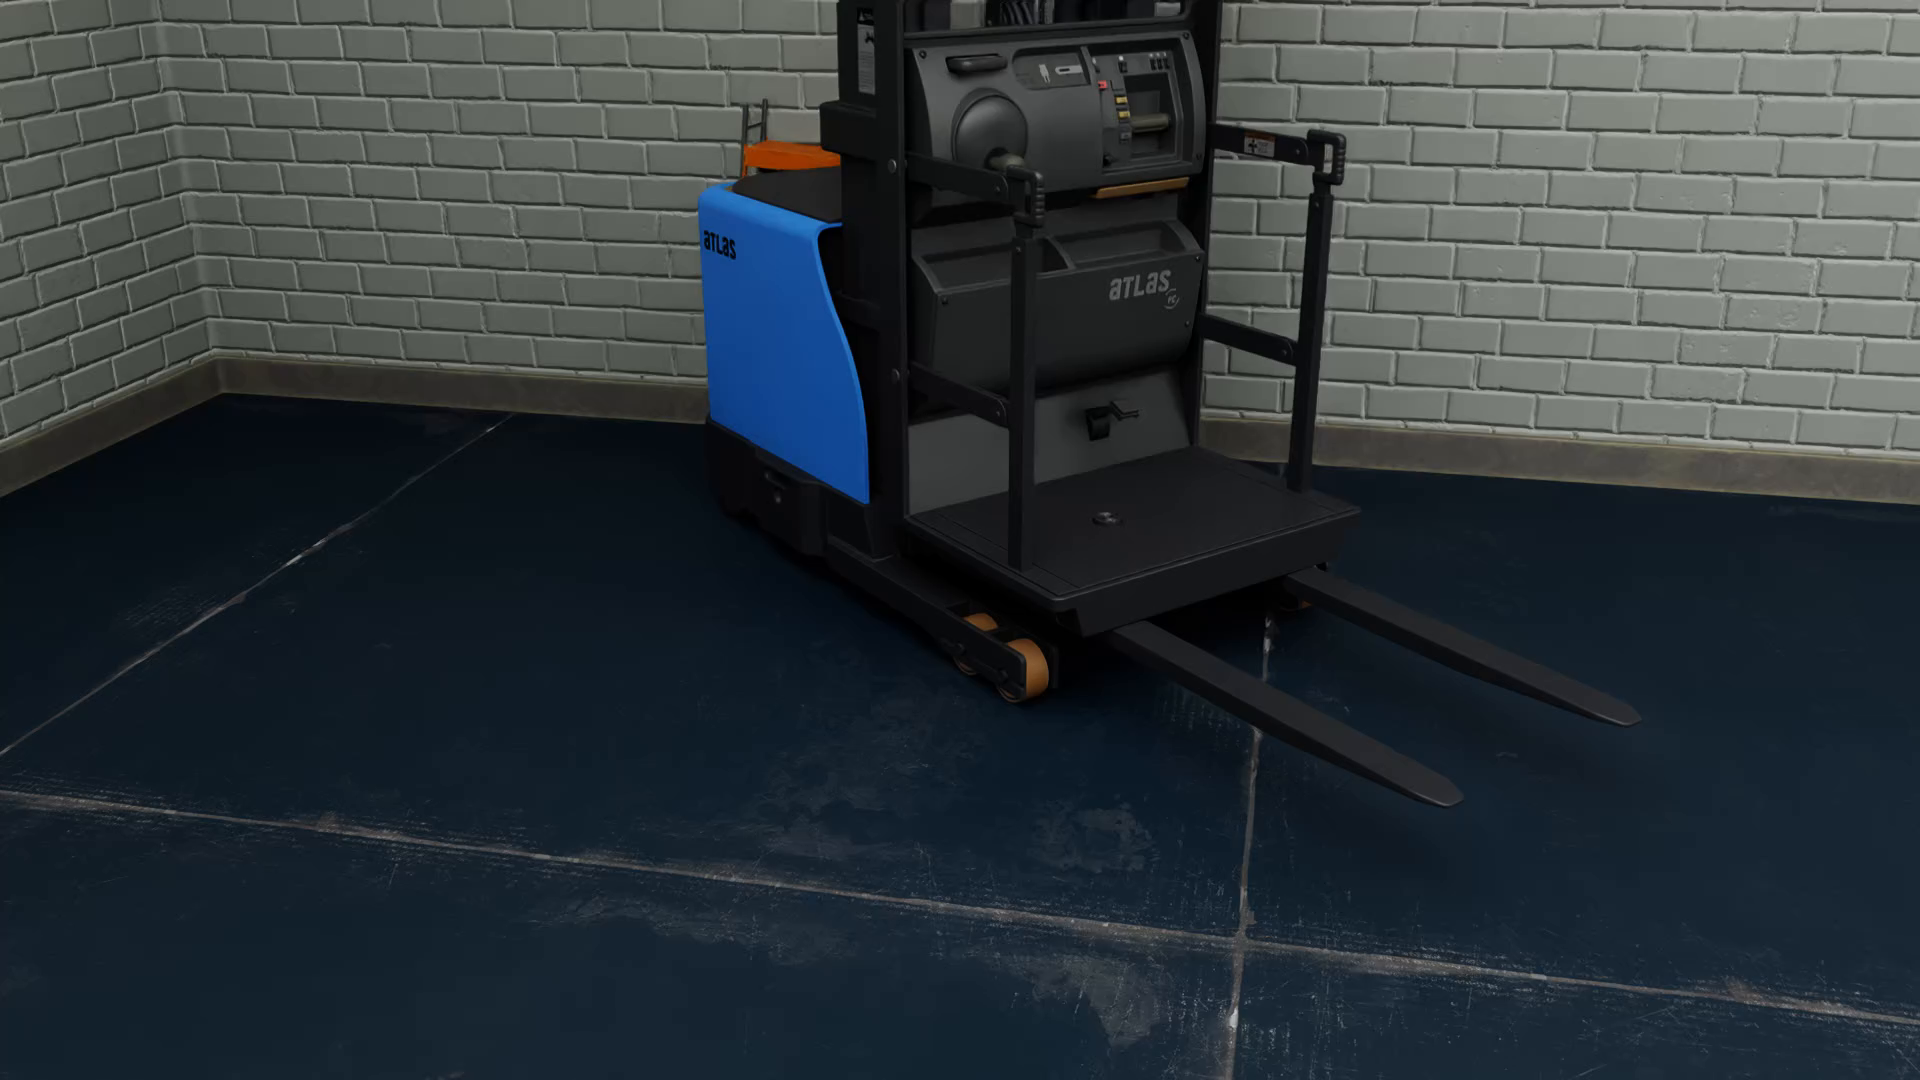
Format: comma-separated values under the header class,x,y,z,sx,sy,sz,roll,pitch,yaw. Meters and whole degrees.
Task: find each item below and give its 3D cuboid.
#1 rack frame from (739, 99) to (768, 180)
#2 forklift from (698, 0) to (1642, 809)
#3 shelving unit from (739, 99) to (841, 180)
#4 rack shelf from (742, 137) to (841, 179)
class,x,y,z,sx,sy,sz,roll,pitch,yaw
rack frame,-0.775,-0.984,6.063,0.015,1.200,0.240,9,21,9
forklift,0.405,-1.142,4.266,1.130,2.935,3.031,-15,26,-32
shelving unit,-0.538,-0.945,6.025,0.503,1.200,0.258,9,21,9
rack shelf,-0.500,-1.311,5.887,0.480,0.148,0.258,9,21,9
